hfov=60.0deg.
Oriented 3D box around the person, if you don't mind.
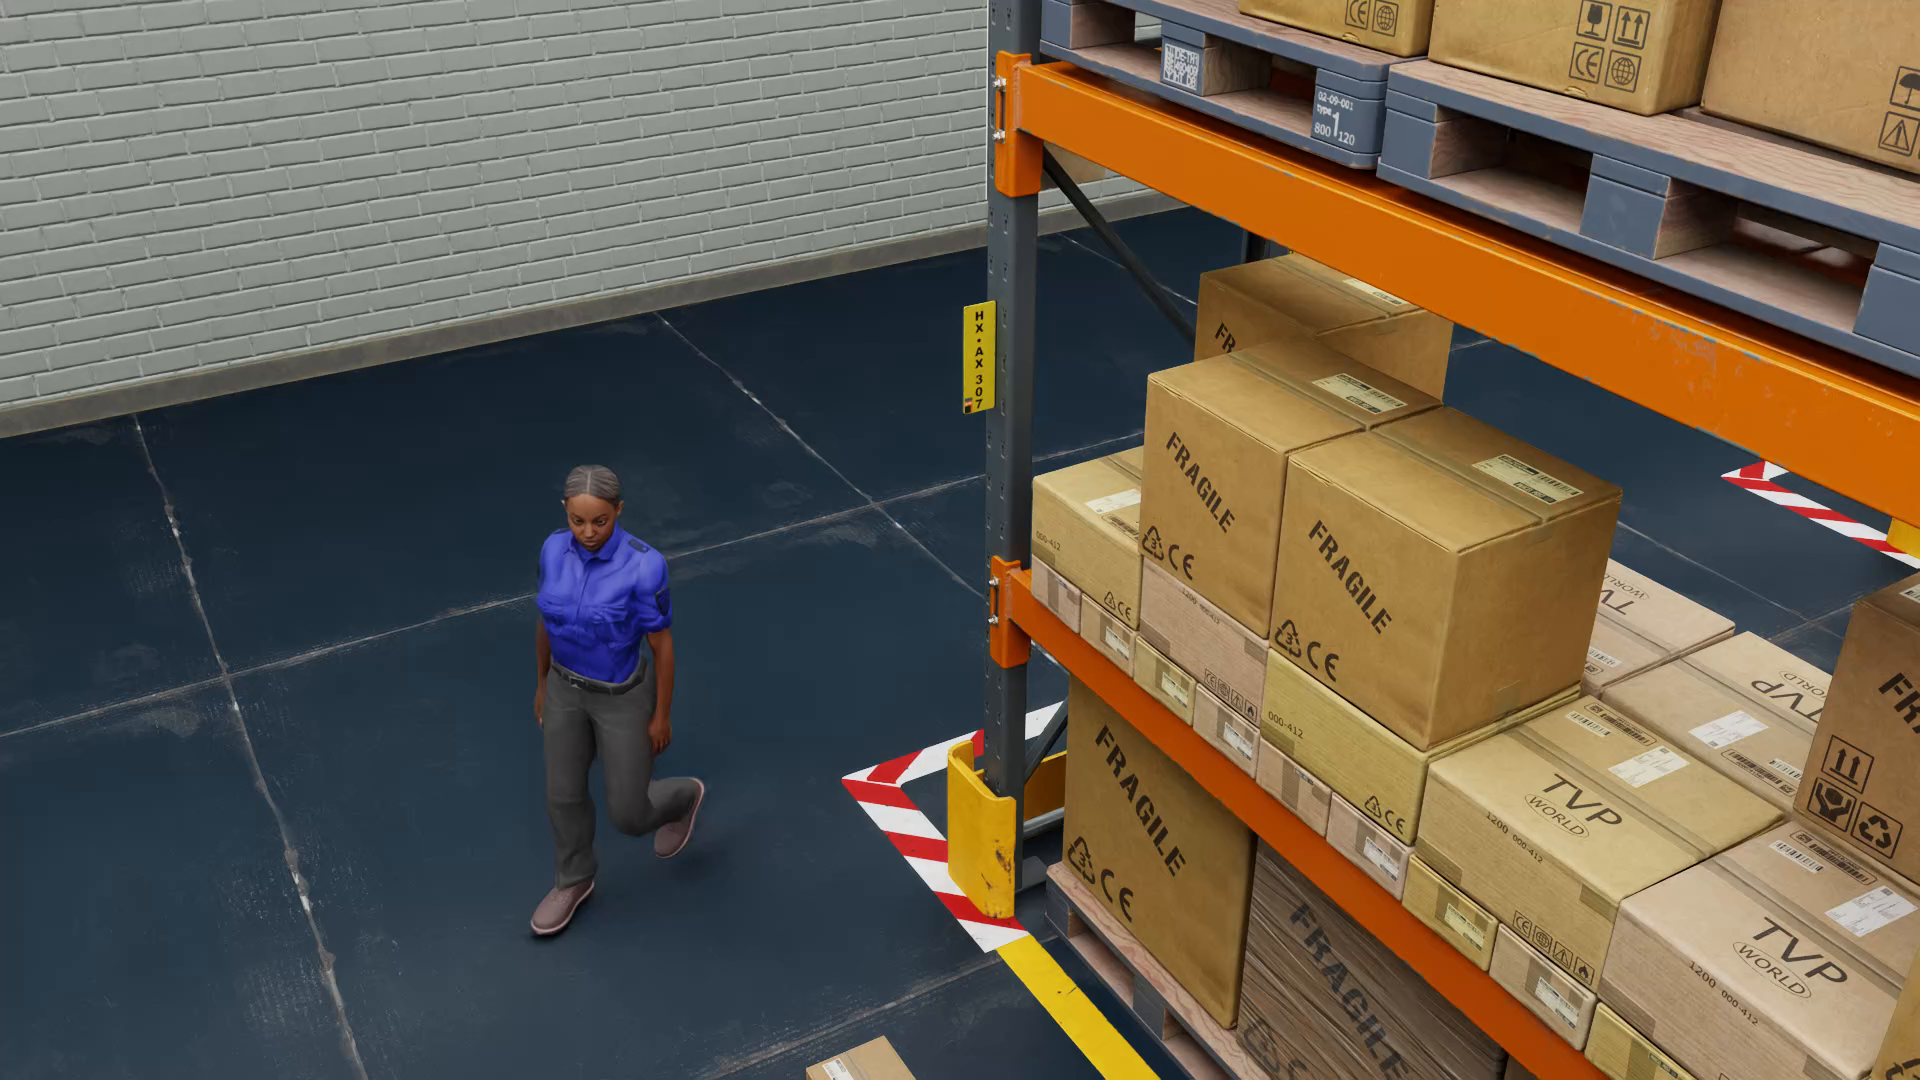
[{"bbox_3d":[-1.115,0.479,5.254,0.511,1.639,0.642,13,32,21],"label":"person"}]
